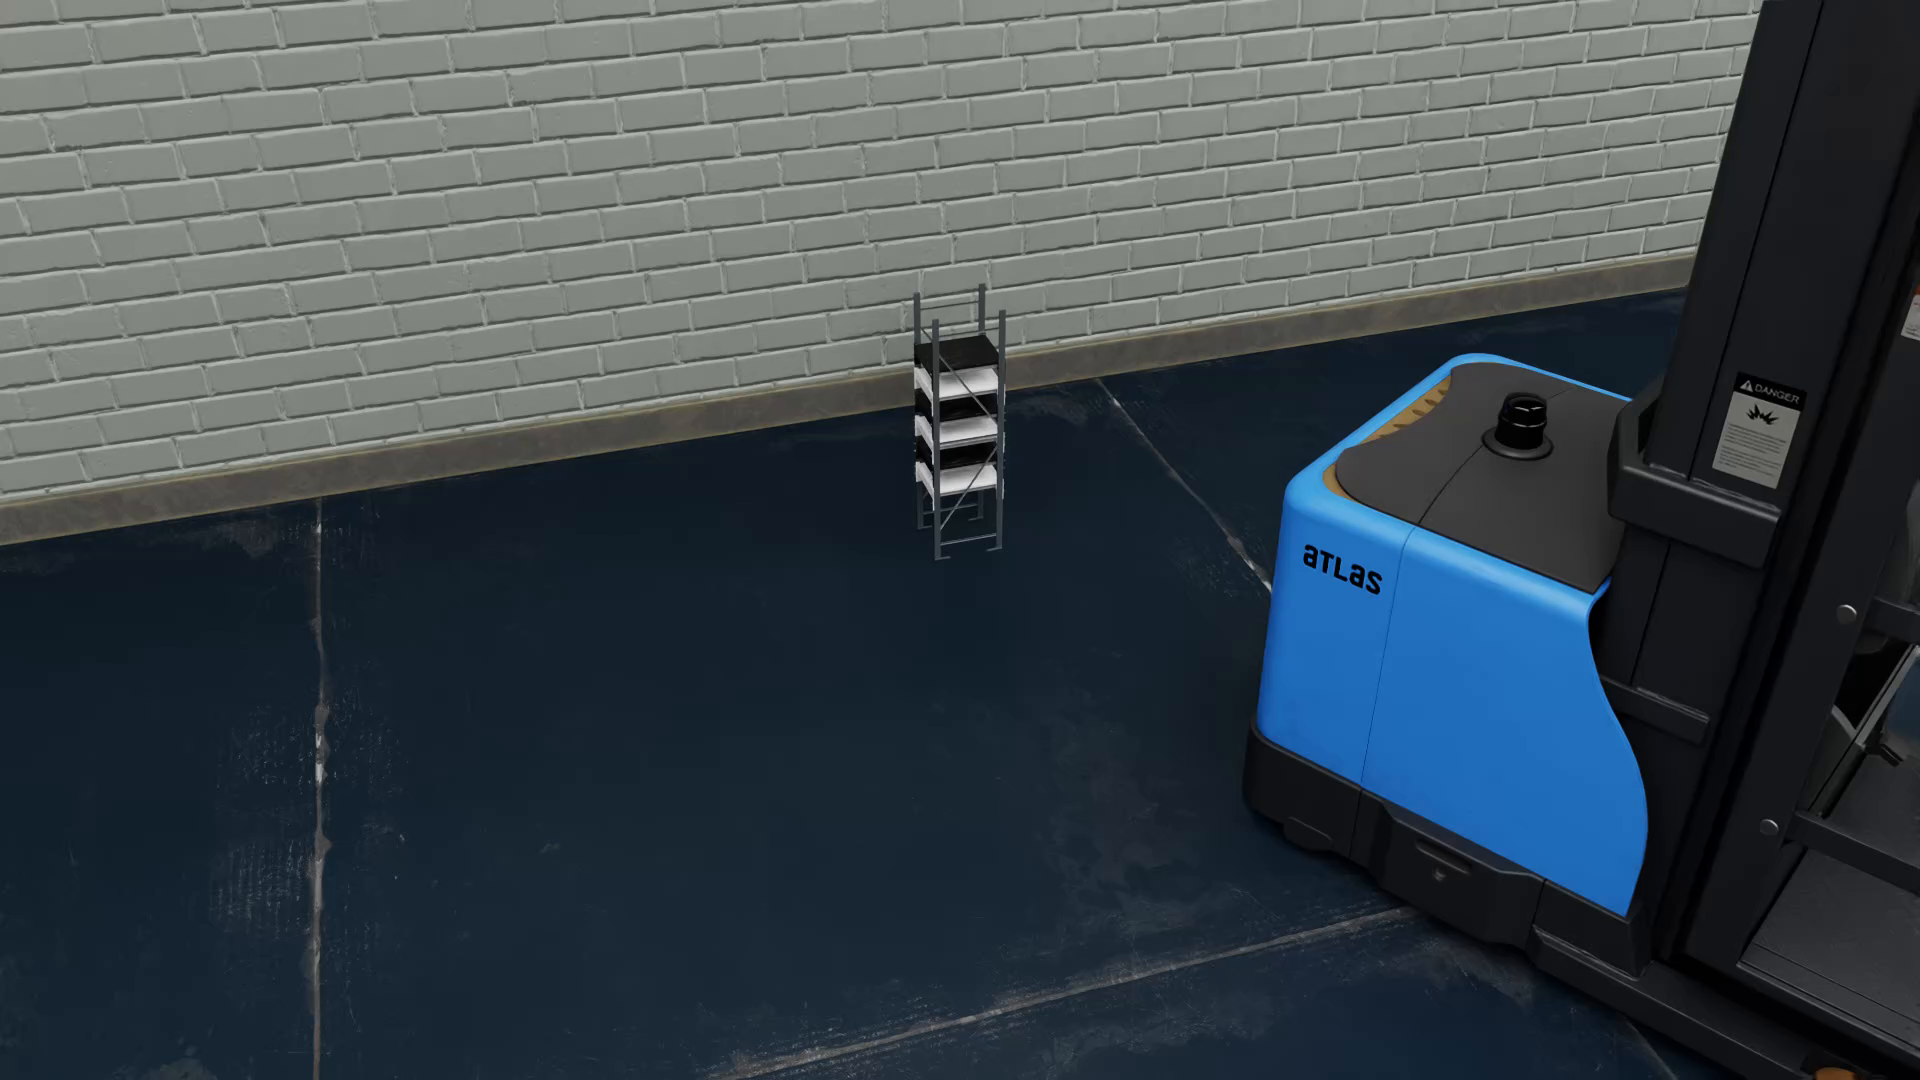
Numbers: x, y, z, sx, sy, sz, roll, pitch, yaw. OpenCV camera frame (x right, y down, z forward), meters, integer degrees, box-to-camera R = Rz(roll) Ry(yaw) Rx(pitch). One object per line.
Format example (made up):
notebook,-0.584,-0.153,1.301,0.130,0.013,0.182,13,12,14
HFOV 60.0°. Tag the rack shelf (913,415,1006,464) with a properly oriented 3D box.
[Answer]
rack shelf,-0.002,-0.352,5.527,0.258,0.077,0.200,-10,35,-15

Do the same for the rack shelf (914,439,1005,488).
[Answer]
rack shelf,-0.002,-0.277,5.576,0.258,0.077,0.200,-10,35,-15

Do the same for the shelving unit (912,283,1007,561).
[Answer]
shelving unit,-0.002,-0.380,5.508,0.258,0.900,0.210,-10,35,-15

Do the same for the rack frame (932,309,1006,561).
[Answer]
rack frame,0.029,-0.326,5.428,0.240,0.900,0.006,-10,35,-15

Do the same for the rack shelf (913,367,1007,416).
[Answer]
rack shelf,-0.002,-0.502,5.428,0.258,0.077,0.200,-10,35,-15

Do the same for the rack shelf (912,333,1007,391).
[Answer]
rack shelf,-0.002,-0.577,5.378,0.258,0.077,0.200,-10,35,-15

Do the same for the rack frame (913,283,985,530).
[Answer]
rack frame,-0.033,-0.433,5.589,0.240,0.900,0.006,-10,35,-15

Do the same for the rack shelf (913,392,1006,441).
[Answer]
rack shelf,-0.002,-0.427,5.477,0.258,0.077,0.200,-10,35,-15

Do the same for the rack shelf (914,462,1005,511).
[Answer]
rack shelf,-0.002,-0.202,5.626,0.258,0.077,0.200,-10,35,-15

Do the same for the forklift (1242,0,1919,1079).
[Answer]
forklift,2.220,-0.137,3.298,3.031,2.935,1.130,25,41,33
